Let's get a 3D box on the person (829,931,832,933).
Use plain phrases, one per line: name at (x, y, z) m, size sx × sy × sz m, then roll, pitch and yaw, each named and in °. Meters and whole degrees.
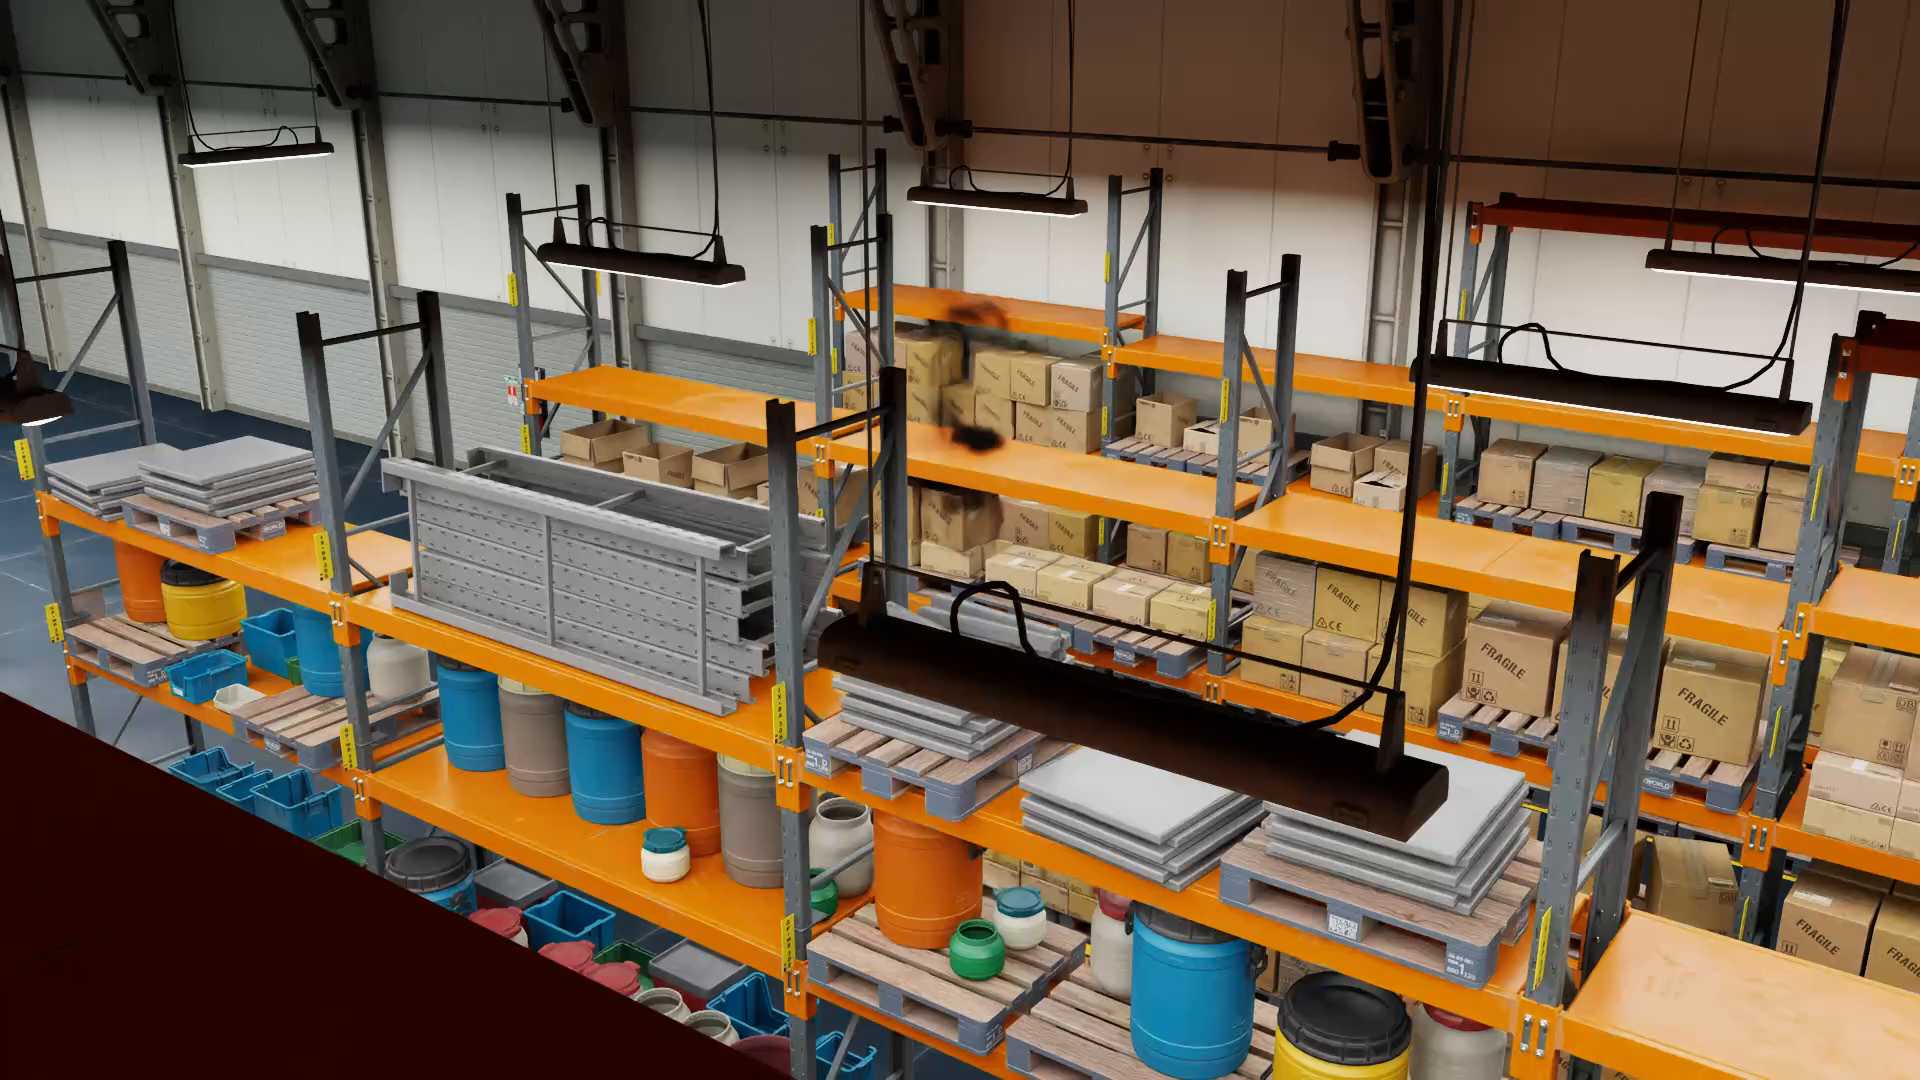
person at (-0.826, 2.949, 13.676) m, size 0.828 × 1.727 × 0.638 m, roll 7°, pitch 20°, yaw 21°
